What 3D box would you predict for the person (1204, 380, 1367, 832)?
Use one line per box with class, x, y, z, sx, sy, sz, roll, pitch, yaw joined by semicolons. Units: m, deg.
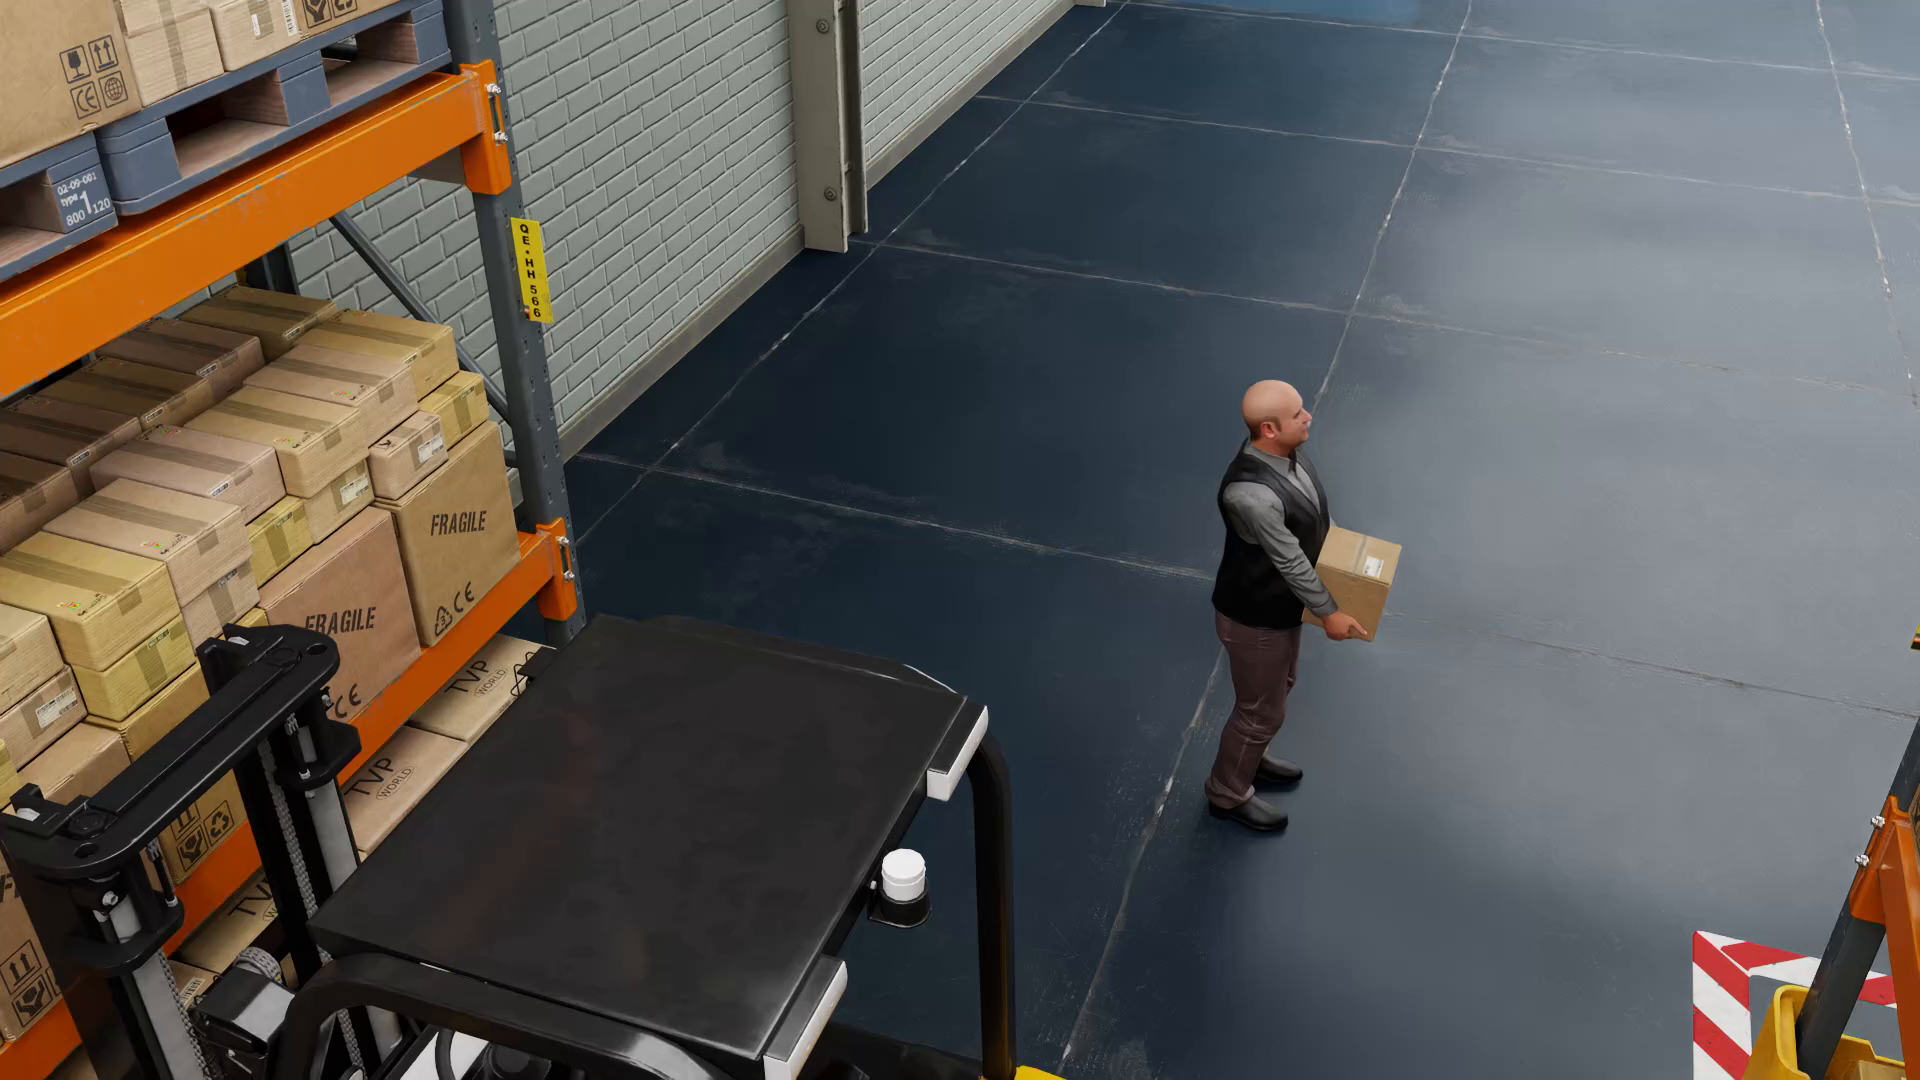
person;1.162;0.240;5.801;0.543;1.711;0.494;12;35;17
